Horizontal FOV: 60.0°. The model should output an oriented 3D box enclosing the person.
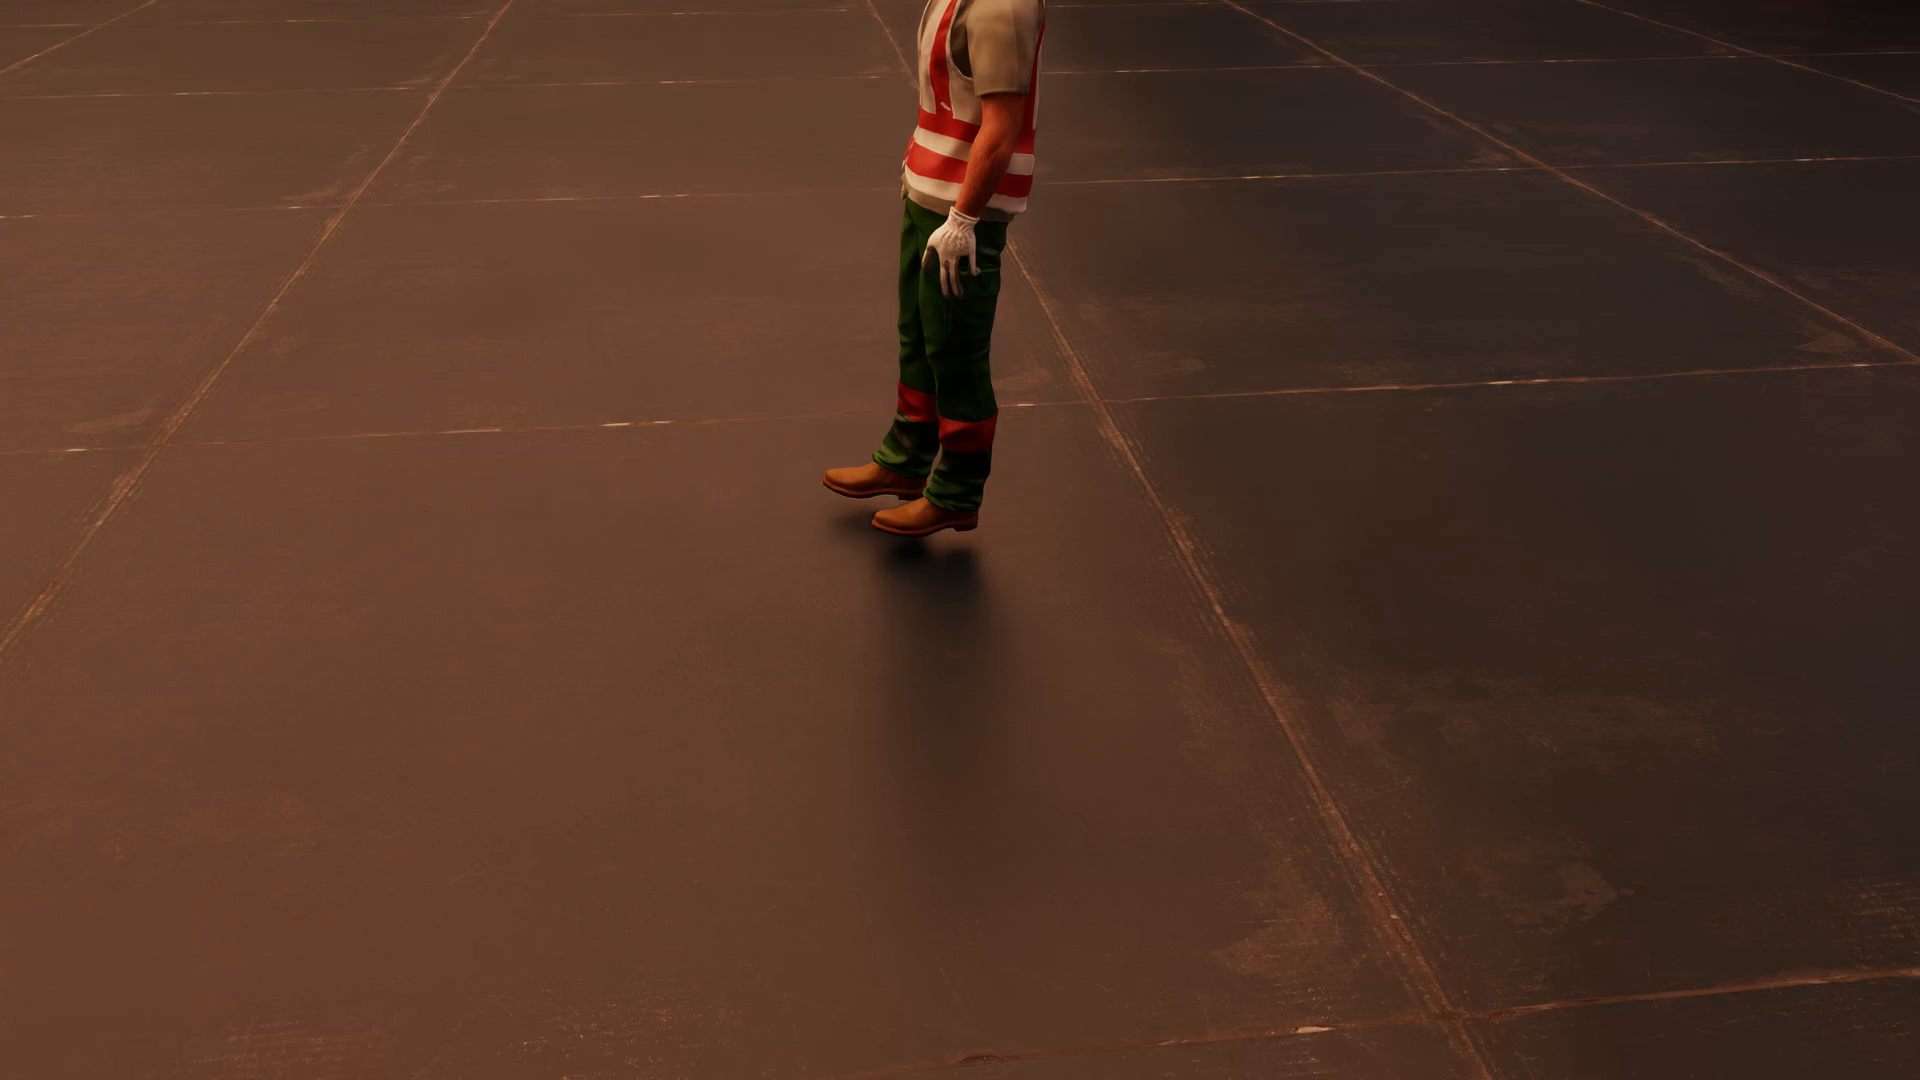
[{"bbox_3d":[-0.082,-0.850,4.198,0.561,1.789,0.637,-3,26,-7],"label":"person"}]
